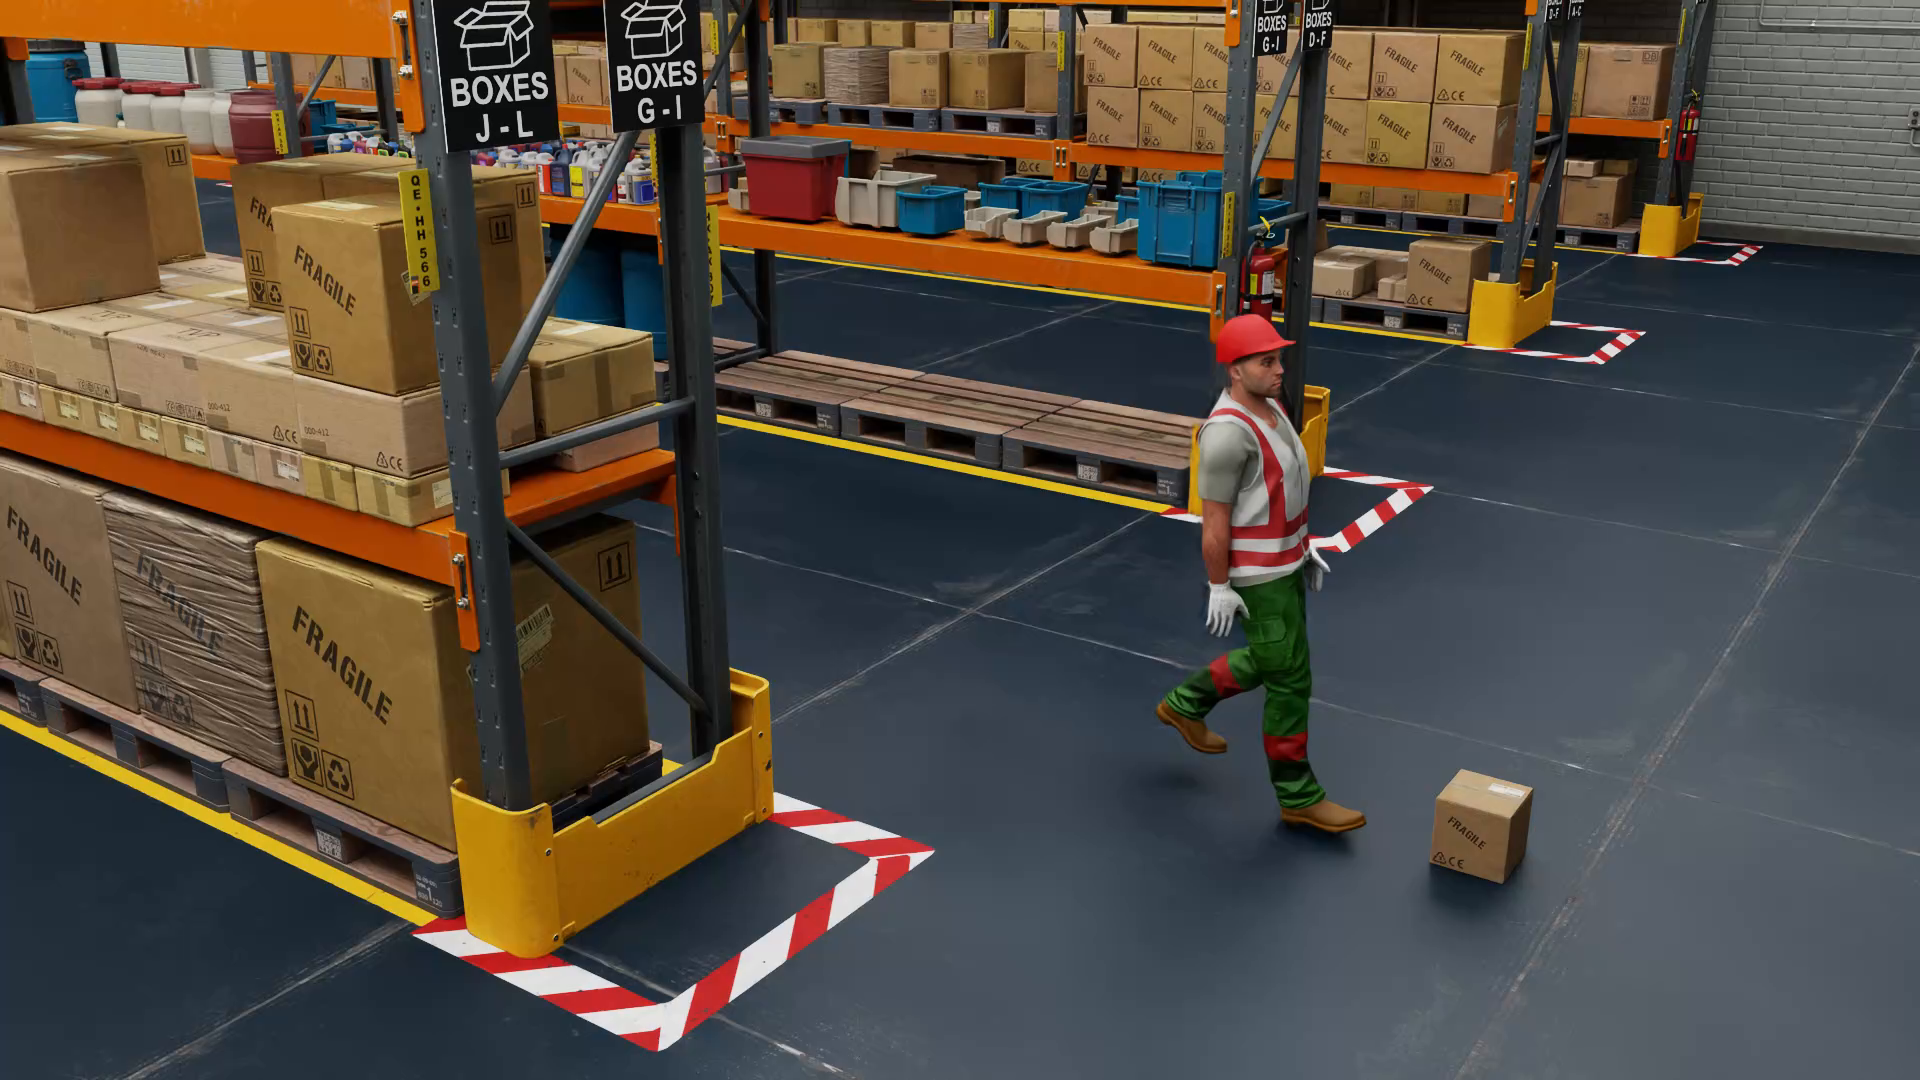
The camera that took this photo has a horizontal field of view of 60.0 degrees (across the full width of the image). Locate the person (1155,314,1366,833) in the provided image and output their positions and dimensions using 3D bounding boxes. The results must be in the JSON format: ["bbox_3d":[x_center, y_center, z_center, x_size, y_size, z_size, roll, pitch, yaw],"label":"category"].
[{"bbox_3d":[1.065,0.100,5.734,0.850,1.767,0.545,9,21,23],"label":"person"}]
